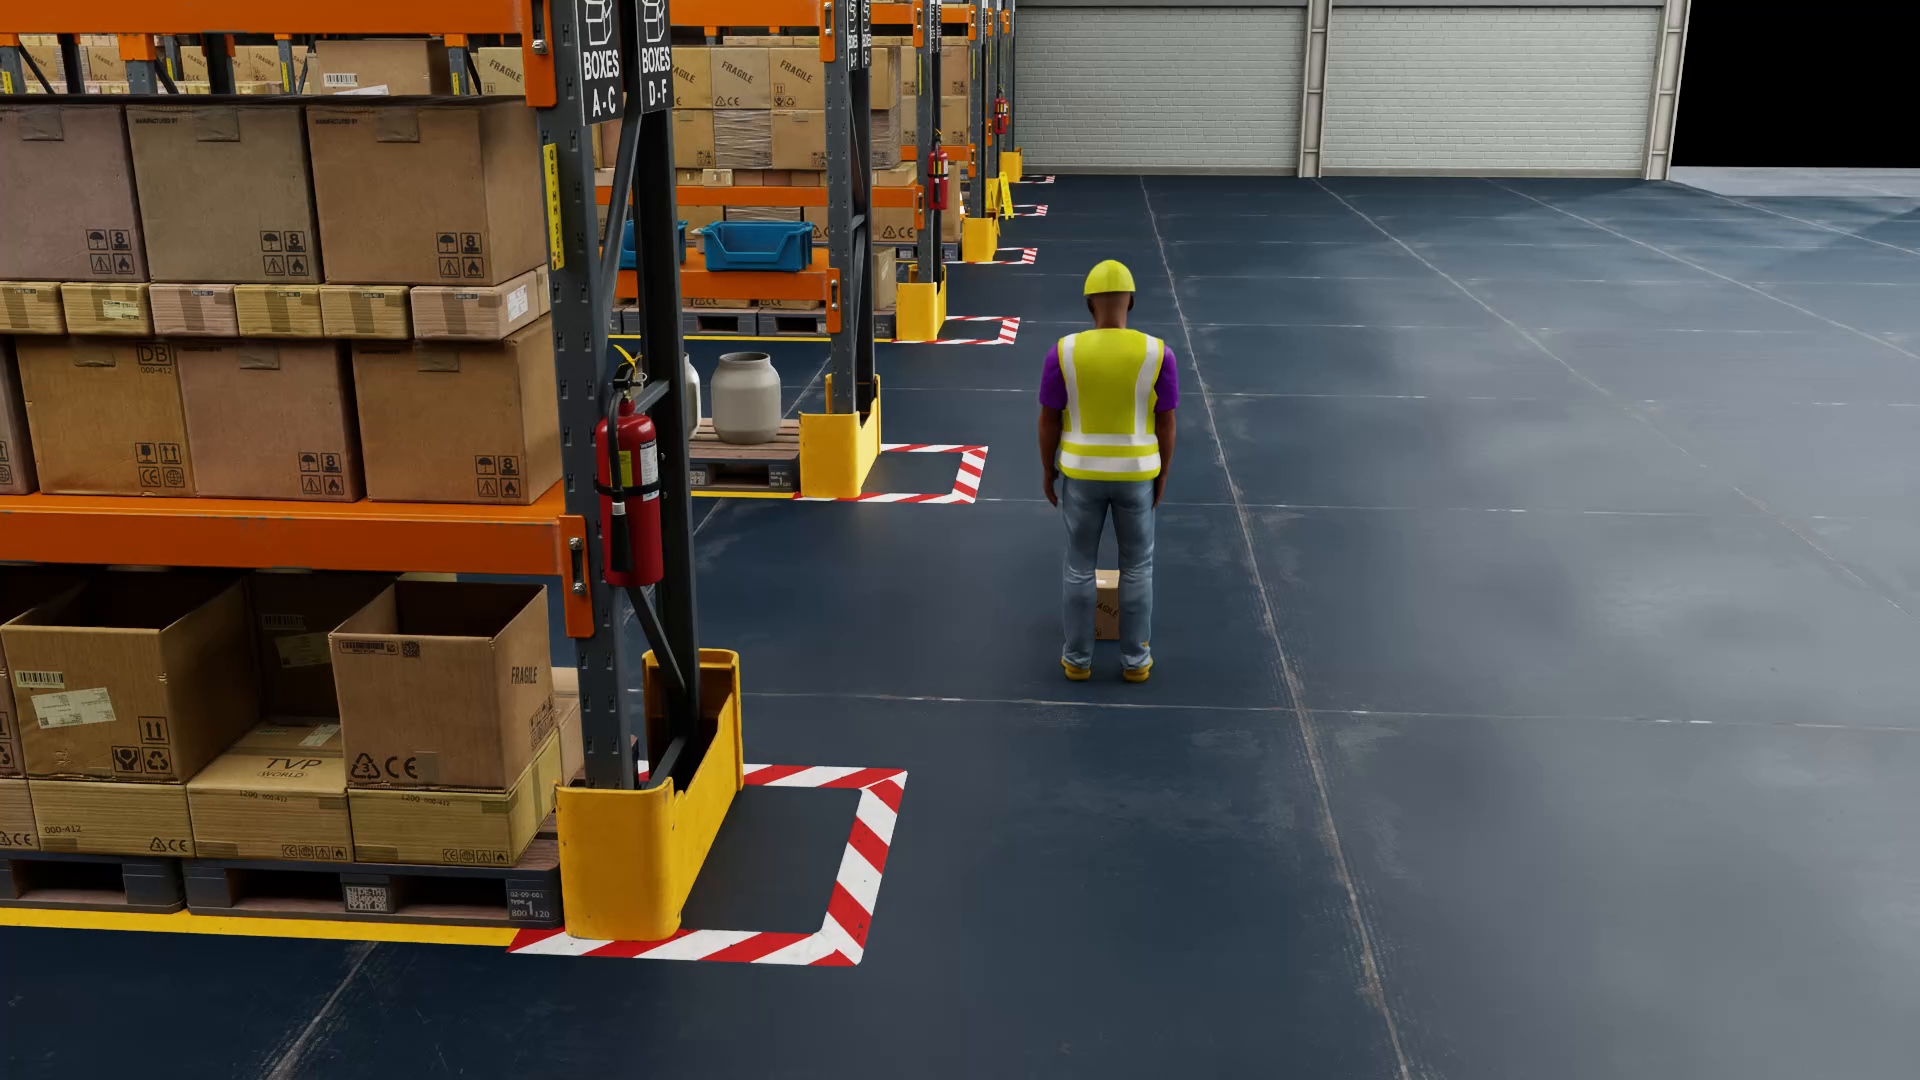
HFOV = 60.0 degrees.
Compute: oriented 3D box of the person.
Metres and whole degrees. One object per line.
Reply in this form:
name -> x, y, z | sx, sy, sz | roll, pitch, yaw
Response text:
person -> 0.606, -0.277, 6.896 | 0.566, 1.762, 0.360 | 2, 17, 5
